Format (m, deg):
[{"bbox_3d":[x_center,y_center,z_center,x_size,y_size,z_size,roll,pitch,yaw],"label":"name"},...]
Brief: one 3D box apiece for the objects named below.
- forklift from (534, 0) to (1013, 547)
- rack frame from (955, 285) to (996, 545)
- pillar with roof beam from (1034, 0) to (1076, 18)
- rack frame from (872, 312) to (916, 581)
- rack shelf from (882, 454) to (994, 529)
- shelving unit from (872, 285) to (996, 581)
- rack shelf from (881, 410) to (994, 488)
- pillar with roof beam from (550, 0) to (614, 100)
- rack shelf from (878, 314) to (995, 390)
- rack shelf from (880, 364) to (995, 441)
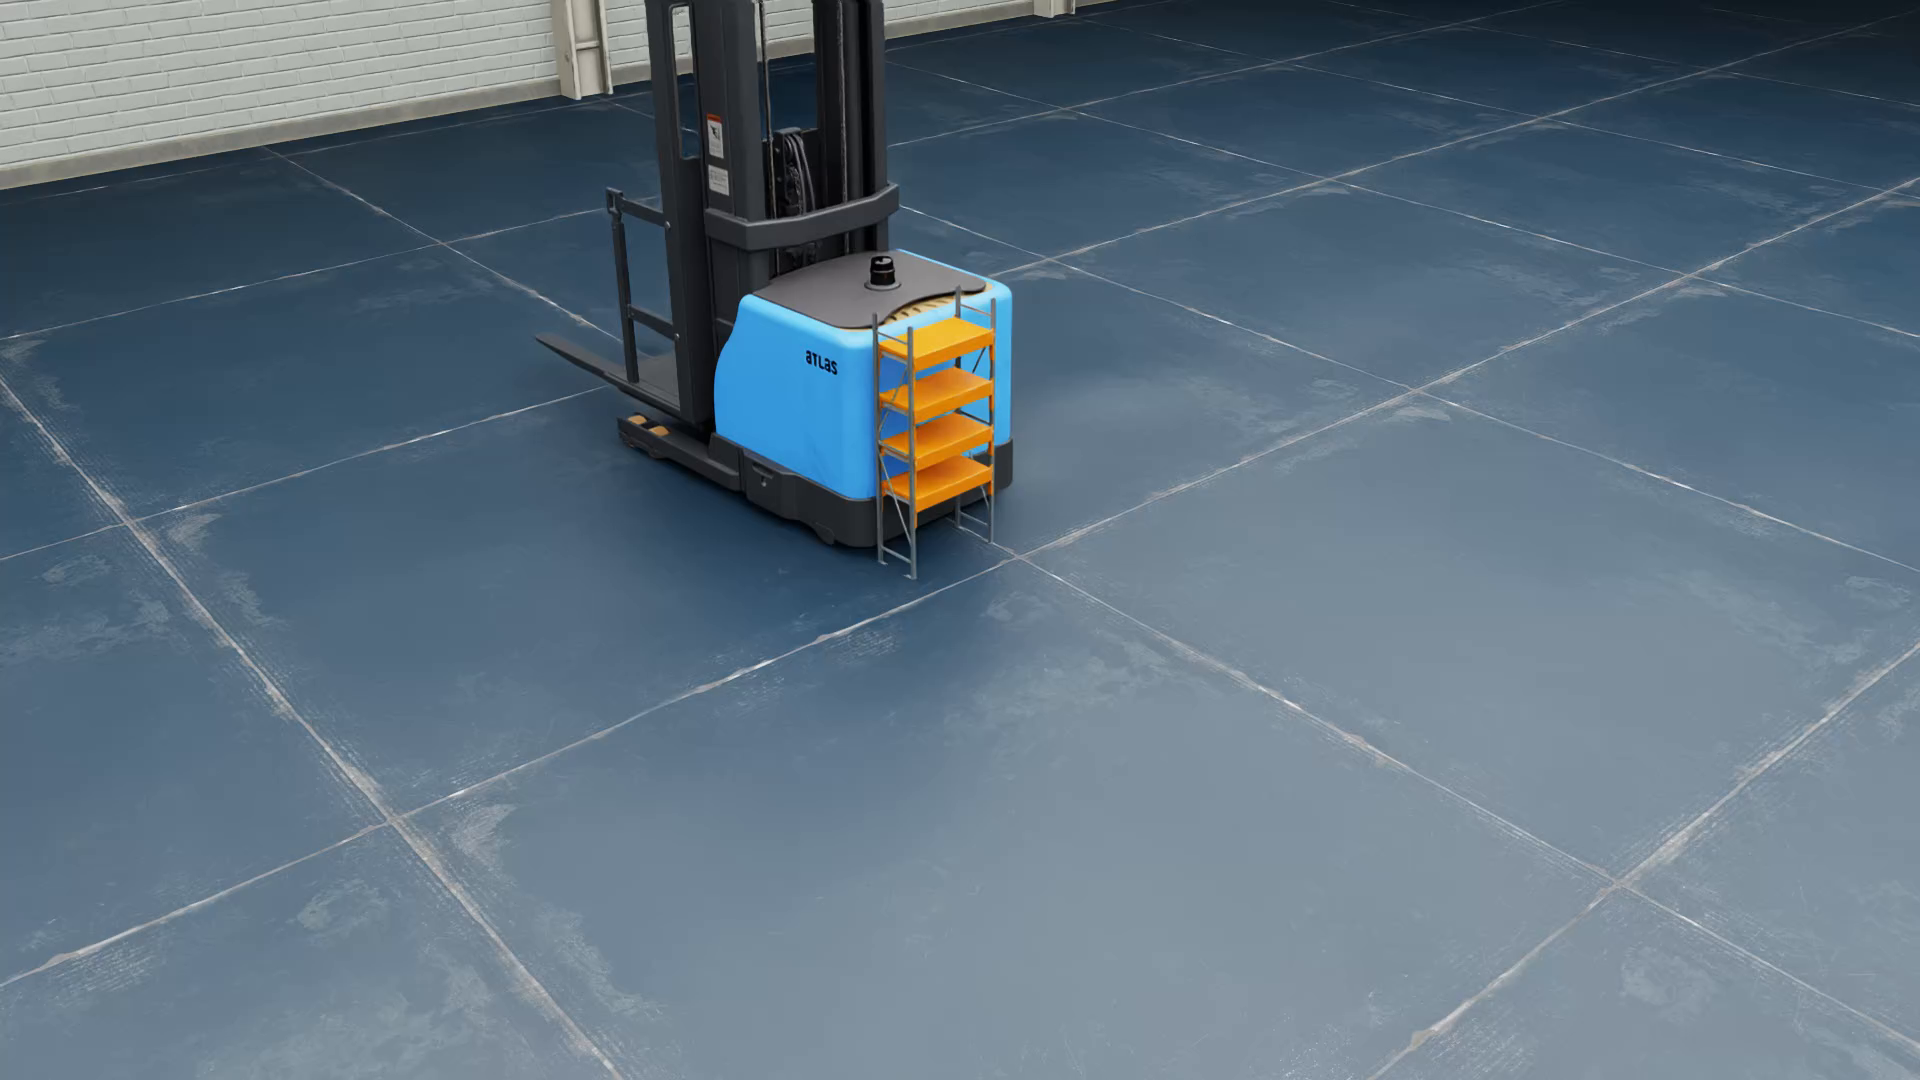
[{"bbox_3d":[-1.130,-1.858,8.116,1.130,2.935,3.031,-25,37,-38],"label":"forklift"},{"bbox_3d":[0.067,-0.549,7.505,0.015,1.200,0.240,-25,37,-38],"label":"rack frame"},{"bbox_3d":[3.865,-8.440,13.996,0.400,9.000,9.100,-22,35,-35],"label":"pillar with roof beam"},{"bbox_3d":[-0.283,-0.389,7.205,0.015,1.200,0.240,-25,37,-38],"label":"rack frame"},{"bbox_3d":[-0.108,-0.235,7.480,0.480,0.148,0.258,-25,37,-38],"label":"rack shelf"},{"bbox_3d":[-0.108,-0.469,7.355,0.503,1.200,0.258,-25,37,-38],"label":"shelving unit"},{"bbox_3d":[-0.108,-0.410,7.386,0.480,0.148,0.258,-25,37,-38],"label":"rack shelf"},{"bbox_3d":[-0.700,-6.605,10.562,0.400,9.000,9.100,-22,35,-35],"label":"pillar with roof beam"},{"bbox_3d":[-0.108,-0.816,7.169,0.480,0.148,0.258,-25,37,-38],"label":"rack shelf"},{"bbox_3d":[-0.108,-0.607,7.281,0.480,0.148,0.258,-25,37,-38],"label":"rack shelf"}]
